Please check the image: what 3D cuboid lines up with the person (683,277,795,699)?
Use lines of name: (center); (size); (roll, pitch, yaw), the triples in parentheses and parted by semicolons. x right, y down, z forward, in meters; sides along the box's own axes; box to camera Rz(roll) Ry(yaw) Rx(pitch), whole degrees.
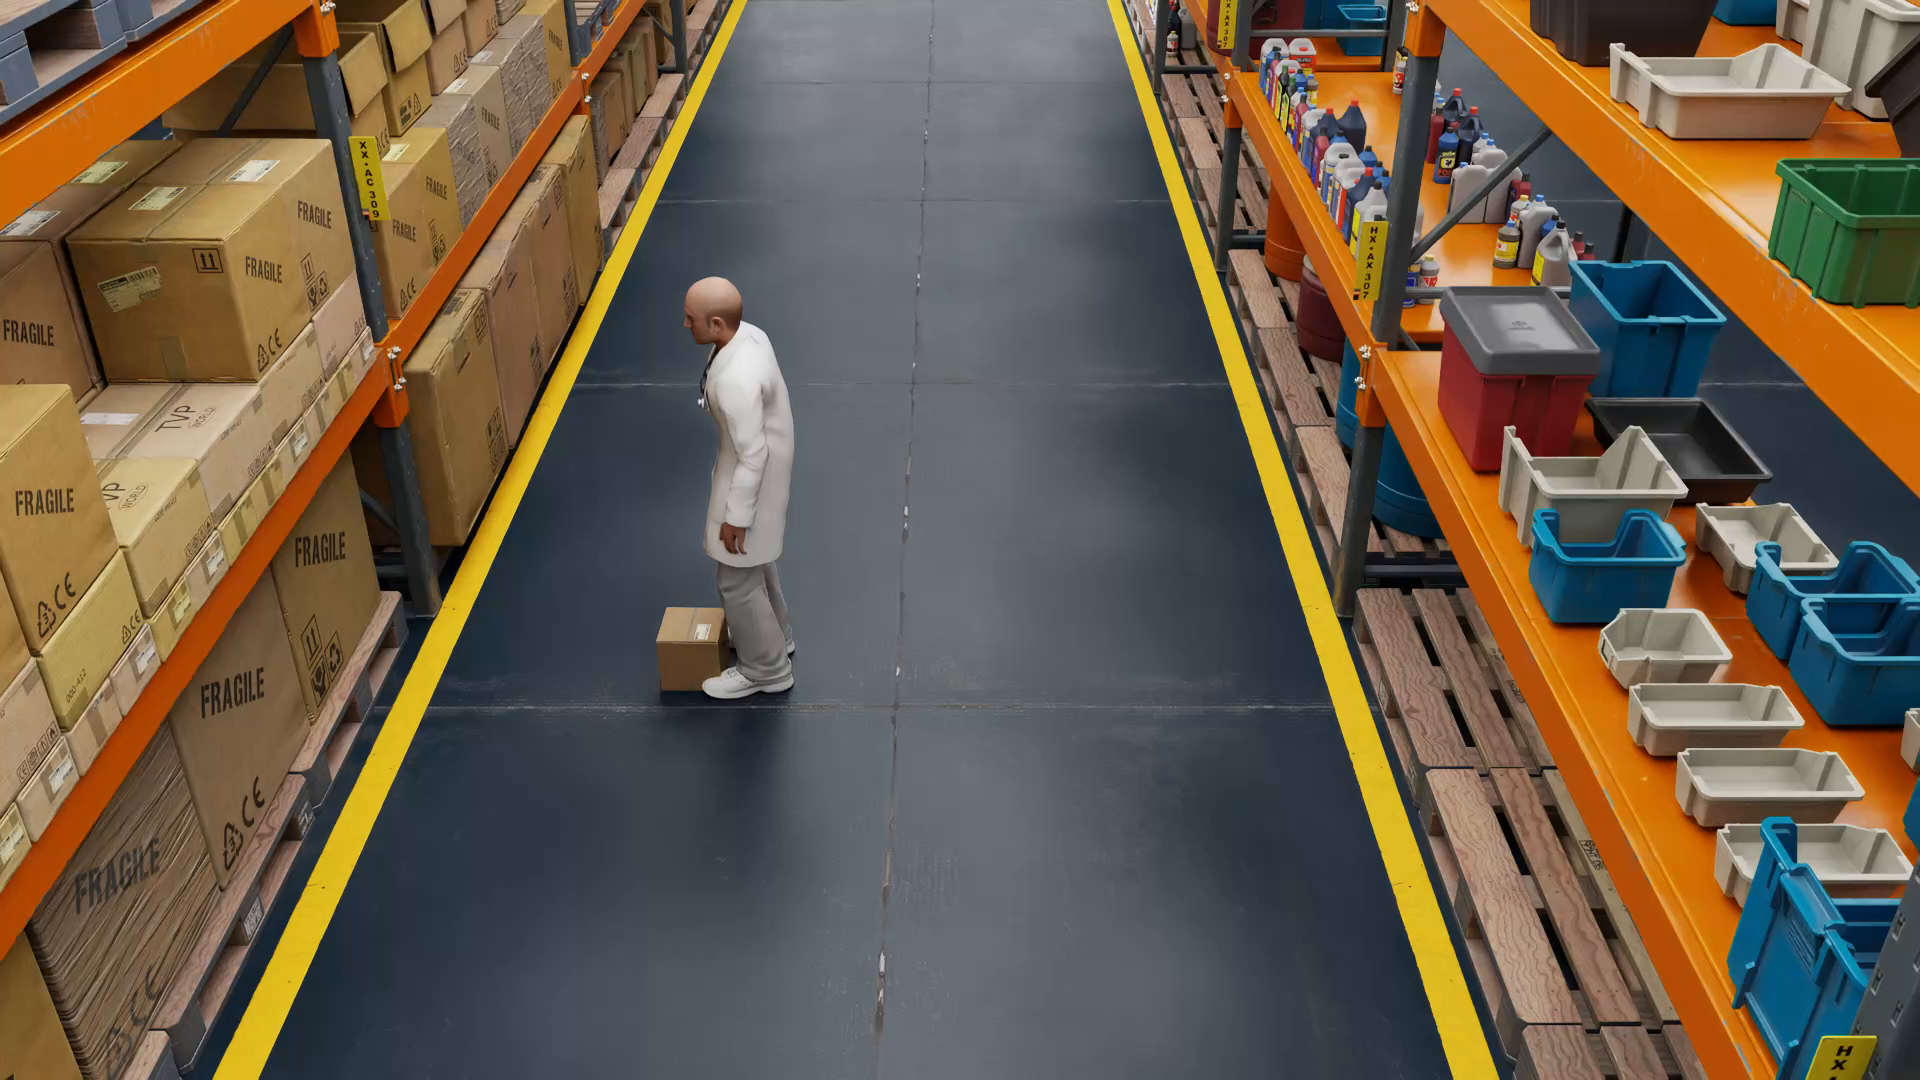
person: (-0.849, -0.199, 6.480); (0.429, 1.772, 0.647); (-2, 31, -3)
